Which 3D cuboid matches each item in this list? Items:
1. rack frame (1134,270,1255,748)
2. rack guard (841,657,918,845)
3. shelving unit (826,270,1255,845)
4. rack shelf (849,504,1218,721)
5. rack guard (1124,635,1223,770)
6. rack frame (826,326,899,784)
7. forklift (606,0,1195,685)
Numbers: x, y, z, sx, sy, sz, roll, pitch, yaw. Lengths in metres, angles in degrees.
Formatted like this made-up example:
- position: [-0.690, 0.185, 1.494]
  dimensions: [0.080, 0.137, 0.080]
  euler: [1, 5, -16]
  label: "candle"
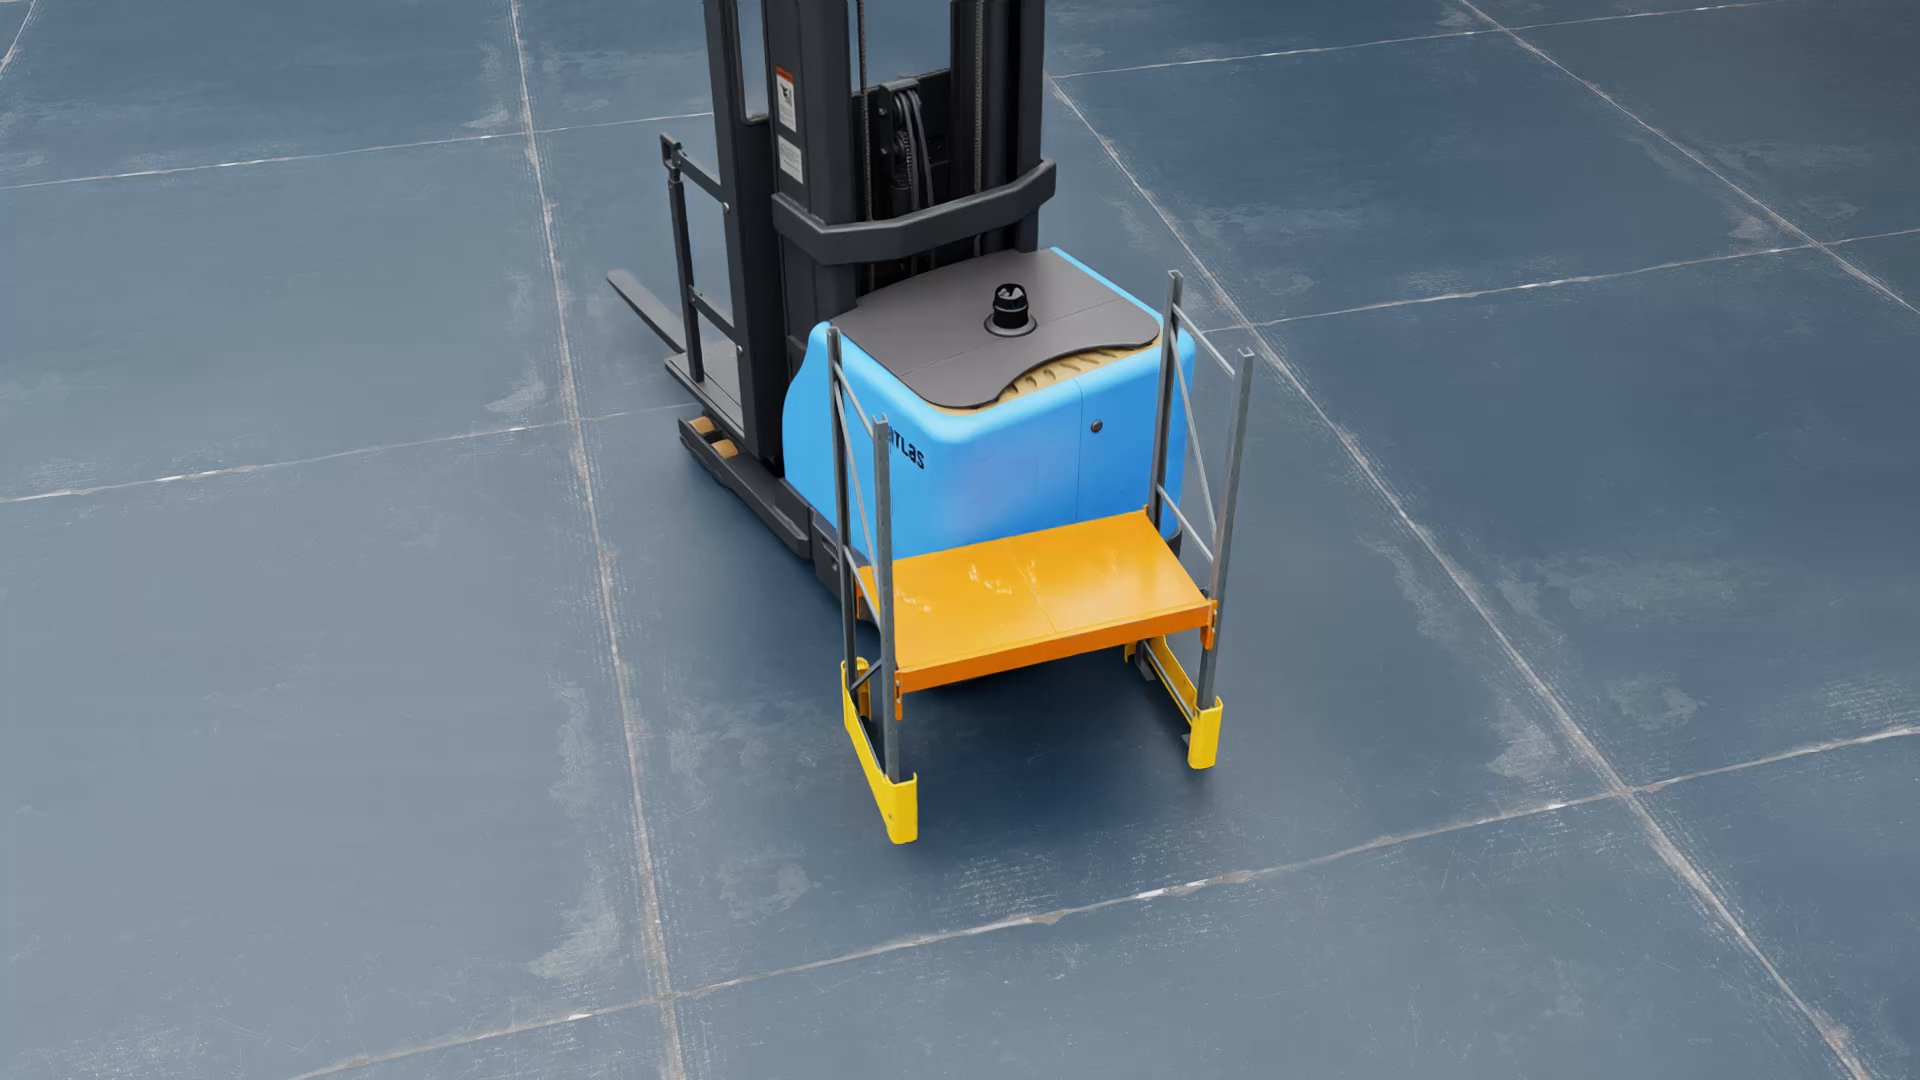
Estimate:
- position: [0.692, -0.038, 5.065]
  dimensions: [0.032, 1.500, 0.500]
  euler: [-11, 39, -15]
  label: "rack frame"
- position: [-0.254, 0.650, 5.194]
  dimensions: [0.087, 0.250, 0.587]
  euler: [-11, 39, -15]
  label: "rack guard"
- position: [0.218, 0.058, 4.939]
  dimensions: [1.083, 1.500, 0.587]
  euler: [-11, 39, -15]
  label: "shelving unit"
- position: [0.209, 0.203, 5.046]
  dimensions: [1.000, 0.185, 0.538]
  euler: [-11, 39, -15]
  label: "rack shelf"
- position: [0.690, 0.459, 5.444]
  dimensions: [0.087, 0.250, 0.587]
  euler: [-11, 39, -15]
  label: "rack guard"
- position: [-0.273, 0.158, 4.809]
  dimensions: [0.032, 1.500, 0.500]
  euler: [-11, 39, -15]
  label: "rack frame"
- position: [-0.464, -1.540, 5.851]
  dimensions: [1.130, 2.935, 3.031]
  euler: [-22, 43, -26]
  label: "forklift"
